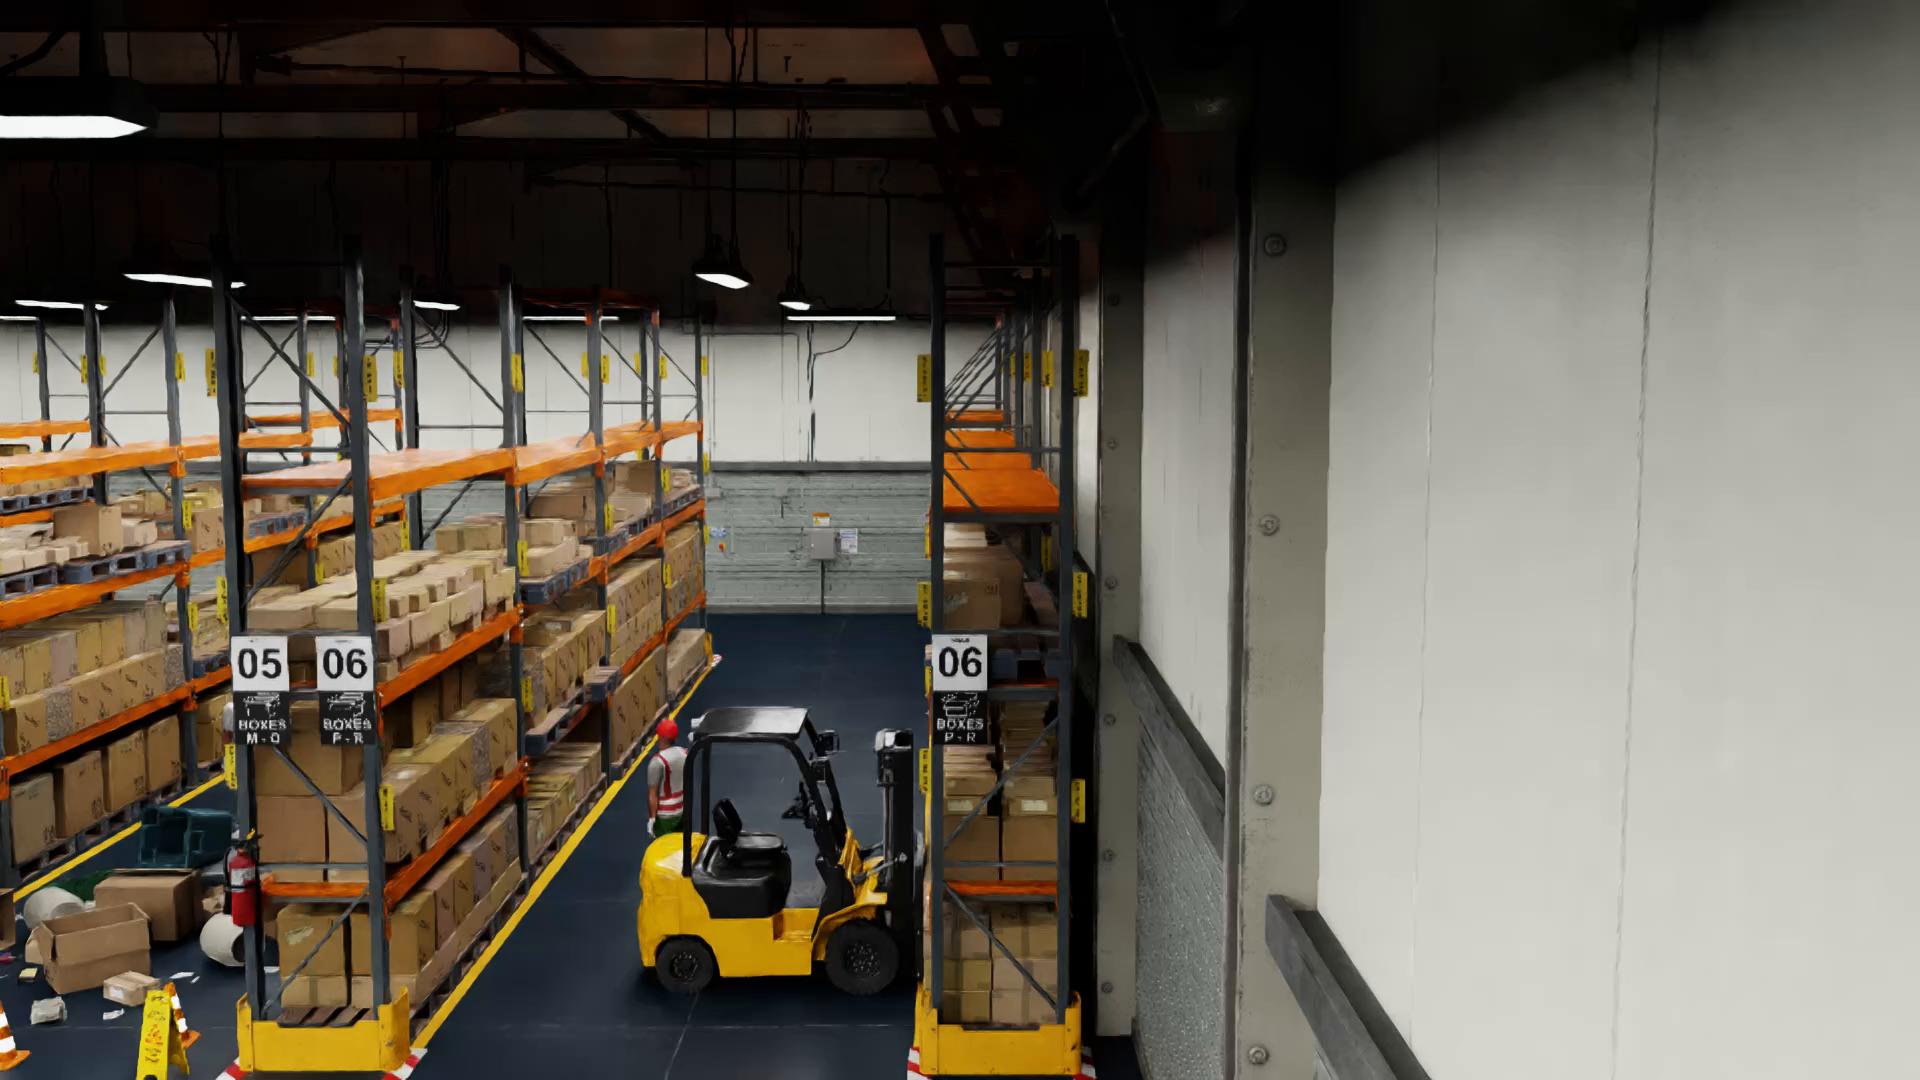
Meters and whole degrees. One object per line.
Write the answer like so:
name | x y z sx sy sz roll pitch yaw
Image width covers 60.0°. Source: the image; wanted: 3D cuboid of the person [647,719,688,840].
person | -2.766 2.553 15.520 0.490 1.787 0.608 4 7 29

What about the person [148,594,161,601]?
person | -12.145 1.627 25.259 0.603 1.518 0.831 1 6 5

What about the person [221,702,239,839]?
person | -7.724 2.289 17.914 0.494 1.785 0.616 4 7 29
